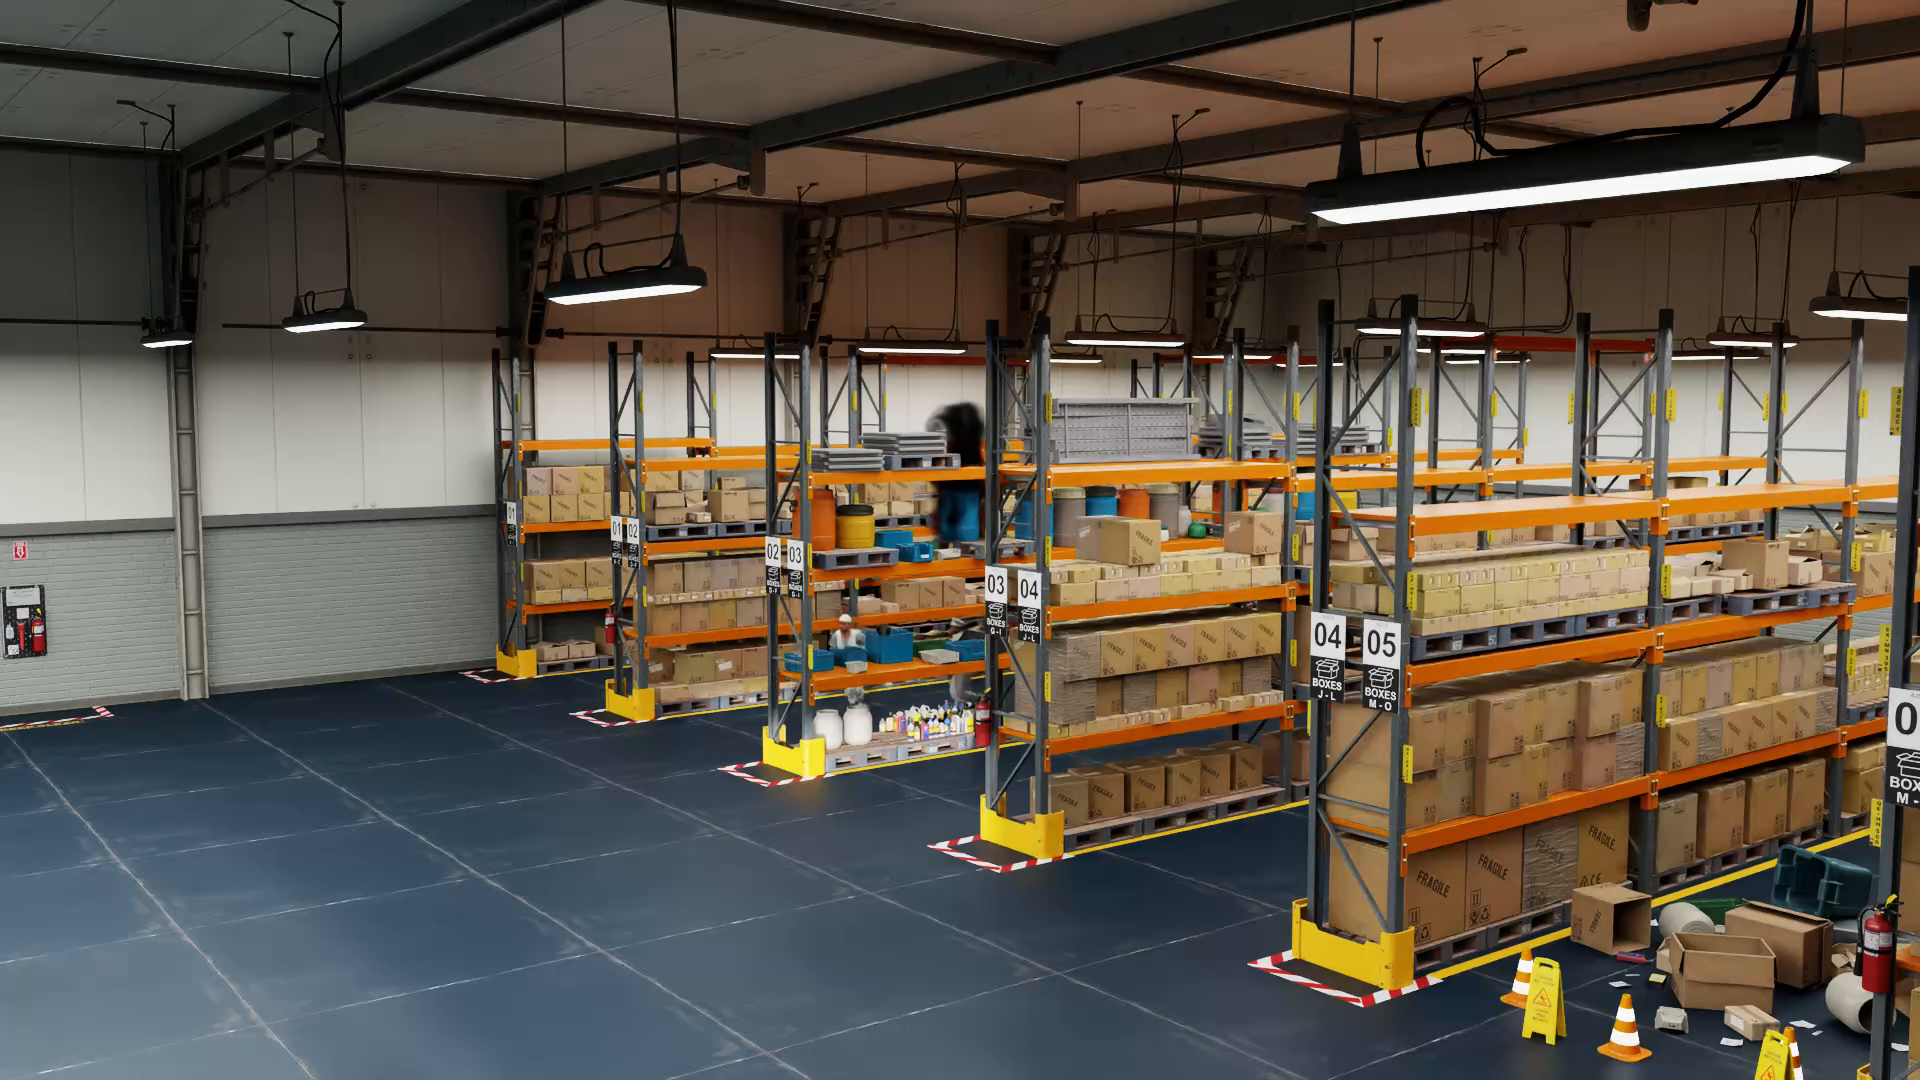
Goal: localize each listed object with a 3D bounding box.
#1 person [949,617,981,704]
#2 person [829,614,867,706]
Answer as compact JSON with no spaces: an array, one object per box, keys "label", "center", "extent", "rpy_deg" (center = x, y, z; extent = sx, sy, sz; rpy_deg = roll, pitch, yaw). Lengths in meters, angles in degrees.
[{"label":"person","center":[0.114,2.033,26.472],"extent":[0.654,1.639,0.582],"rpy_deg":[-1,5,-13]},{"label":"person","center":[-1.735,2.005,26.467],"extent":[0.697,1.680,0.807],"rpy_deg":[2,5,18]}]
